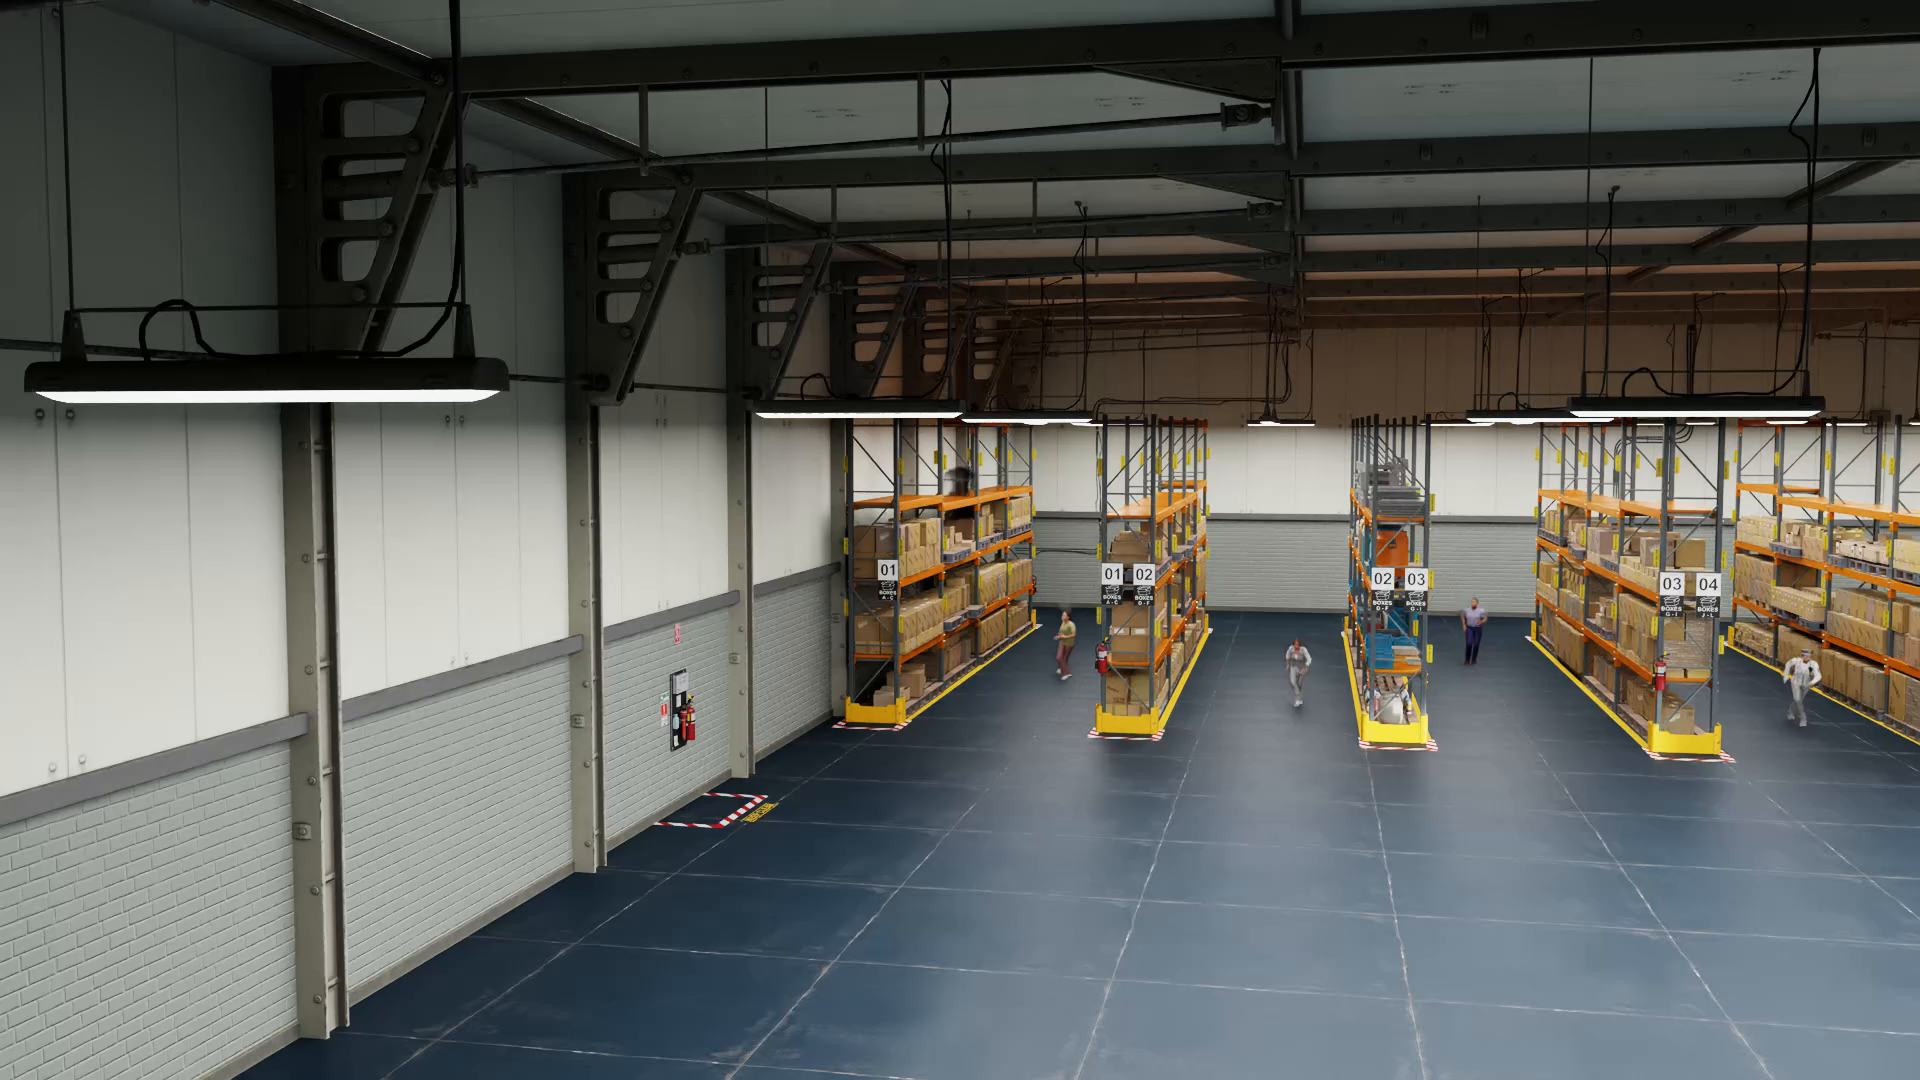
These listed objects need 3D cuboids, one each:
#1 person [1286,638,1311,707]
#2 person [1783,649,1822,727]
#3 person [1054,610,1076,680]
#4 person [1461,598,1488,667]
[{"bbox_3d":[7.059,2.716,34.572,0.534,1.432,0.979,1,4,19],"label":"person"},{"bbox_3d":[16.287,2.815,32.200,0.610,1.499,1.017,1,4,16],"label":"person"},{"bbox_3d":[2.456,2.401,38.239,0.685,1.614,0.635,3,5,36],"label":"person"},{"bbox_3d":[12.457,2.235,40.252,0.583,1.683,0.726,1,4,10],"label":"person"}]
